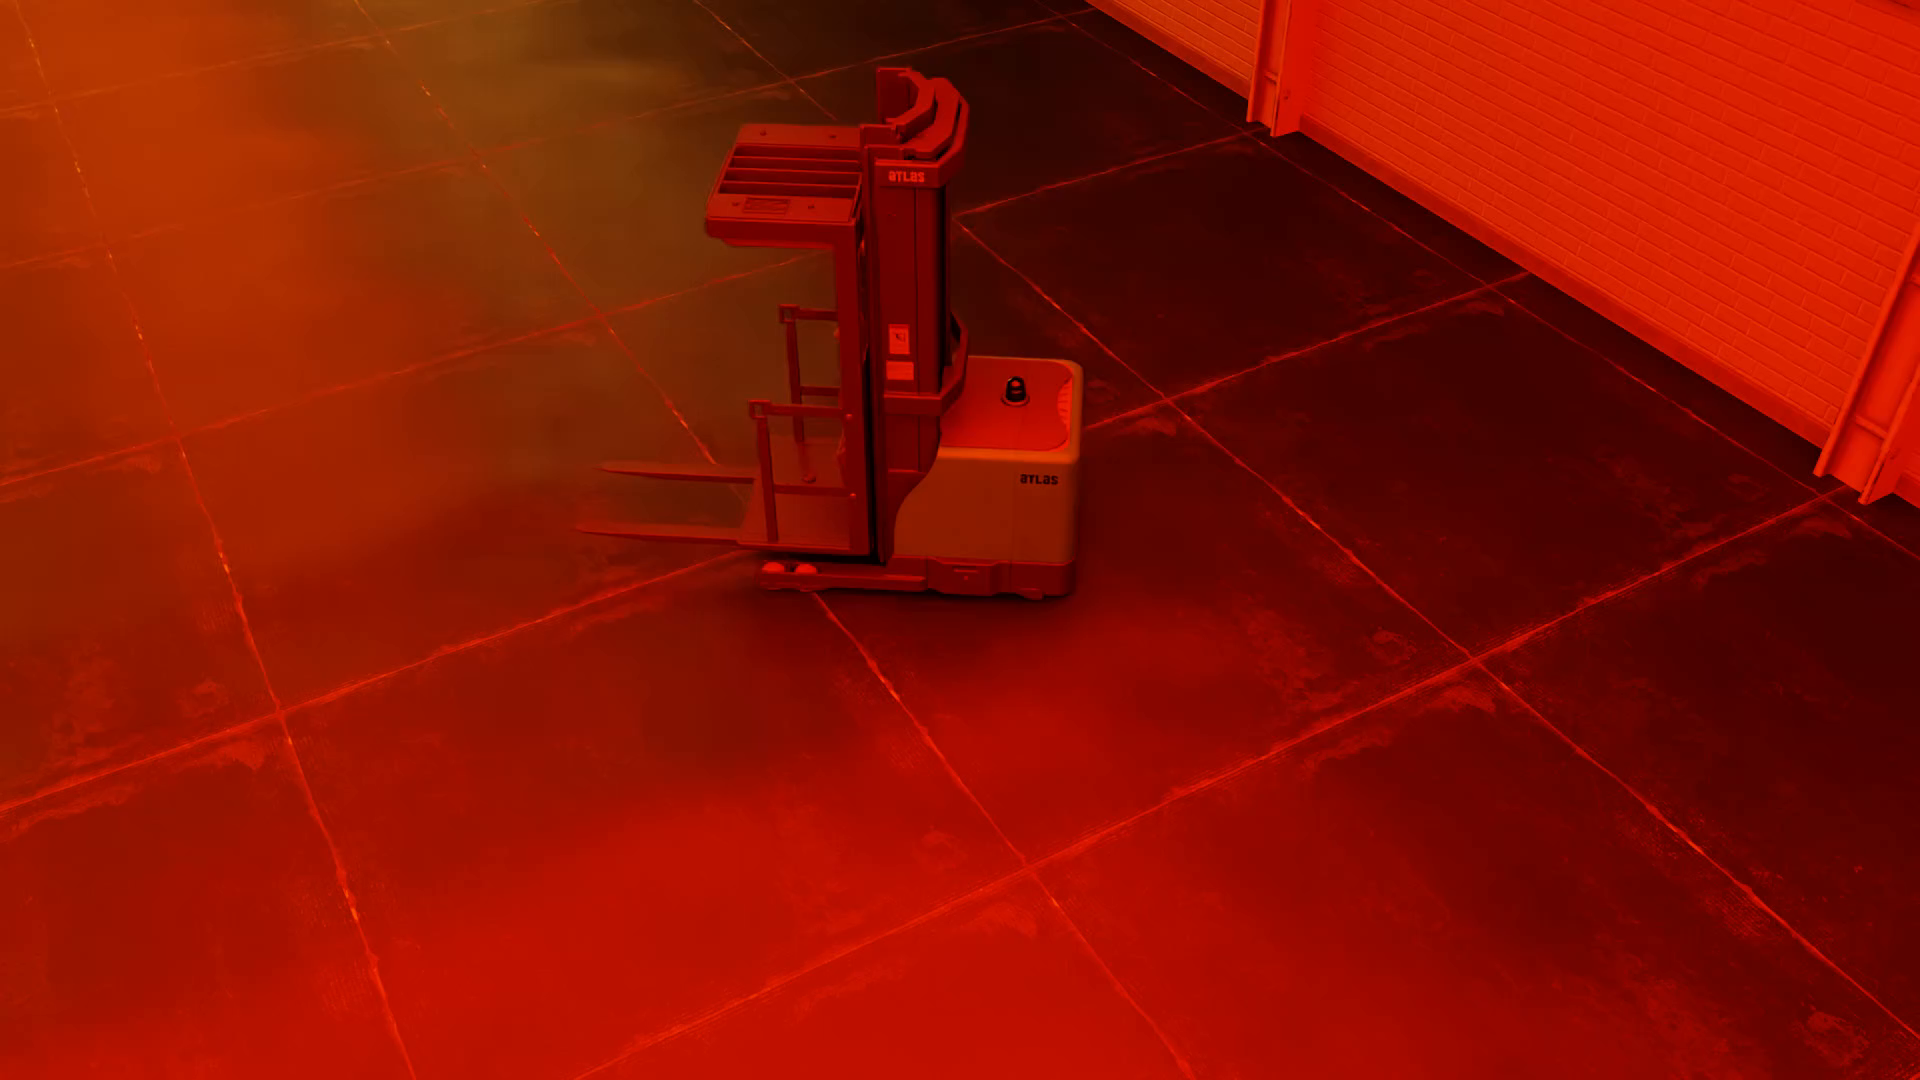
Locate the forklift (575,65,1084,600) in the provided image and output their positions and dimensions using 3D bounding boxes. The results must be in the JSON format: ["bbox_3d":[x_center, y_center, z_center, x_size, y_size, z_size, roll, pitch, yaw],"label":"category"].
[{"bbox_3d":[-0.793,-1.152,9.425,3.031,2.935,1.130,3,40,4],"label":"forklift"}]

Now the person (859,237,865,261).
[{"bbox_3d":[-0.480,-2.064,11.544,0.512,1.641,0.673,-10,41,-11],"label":"person"}]
